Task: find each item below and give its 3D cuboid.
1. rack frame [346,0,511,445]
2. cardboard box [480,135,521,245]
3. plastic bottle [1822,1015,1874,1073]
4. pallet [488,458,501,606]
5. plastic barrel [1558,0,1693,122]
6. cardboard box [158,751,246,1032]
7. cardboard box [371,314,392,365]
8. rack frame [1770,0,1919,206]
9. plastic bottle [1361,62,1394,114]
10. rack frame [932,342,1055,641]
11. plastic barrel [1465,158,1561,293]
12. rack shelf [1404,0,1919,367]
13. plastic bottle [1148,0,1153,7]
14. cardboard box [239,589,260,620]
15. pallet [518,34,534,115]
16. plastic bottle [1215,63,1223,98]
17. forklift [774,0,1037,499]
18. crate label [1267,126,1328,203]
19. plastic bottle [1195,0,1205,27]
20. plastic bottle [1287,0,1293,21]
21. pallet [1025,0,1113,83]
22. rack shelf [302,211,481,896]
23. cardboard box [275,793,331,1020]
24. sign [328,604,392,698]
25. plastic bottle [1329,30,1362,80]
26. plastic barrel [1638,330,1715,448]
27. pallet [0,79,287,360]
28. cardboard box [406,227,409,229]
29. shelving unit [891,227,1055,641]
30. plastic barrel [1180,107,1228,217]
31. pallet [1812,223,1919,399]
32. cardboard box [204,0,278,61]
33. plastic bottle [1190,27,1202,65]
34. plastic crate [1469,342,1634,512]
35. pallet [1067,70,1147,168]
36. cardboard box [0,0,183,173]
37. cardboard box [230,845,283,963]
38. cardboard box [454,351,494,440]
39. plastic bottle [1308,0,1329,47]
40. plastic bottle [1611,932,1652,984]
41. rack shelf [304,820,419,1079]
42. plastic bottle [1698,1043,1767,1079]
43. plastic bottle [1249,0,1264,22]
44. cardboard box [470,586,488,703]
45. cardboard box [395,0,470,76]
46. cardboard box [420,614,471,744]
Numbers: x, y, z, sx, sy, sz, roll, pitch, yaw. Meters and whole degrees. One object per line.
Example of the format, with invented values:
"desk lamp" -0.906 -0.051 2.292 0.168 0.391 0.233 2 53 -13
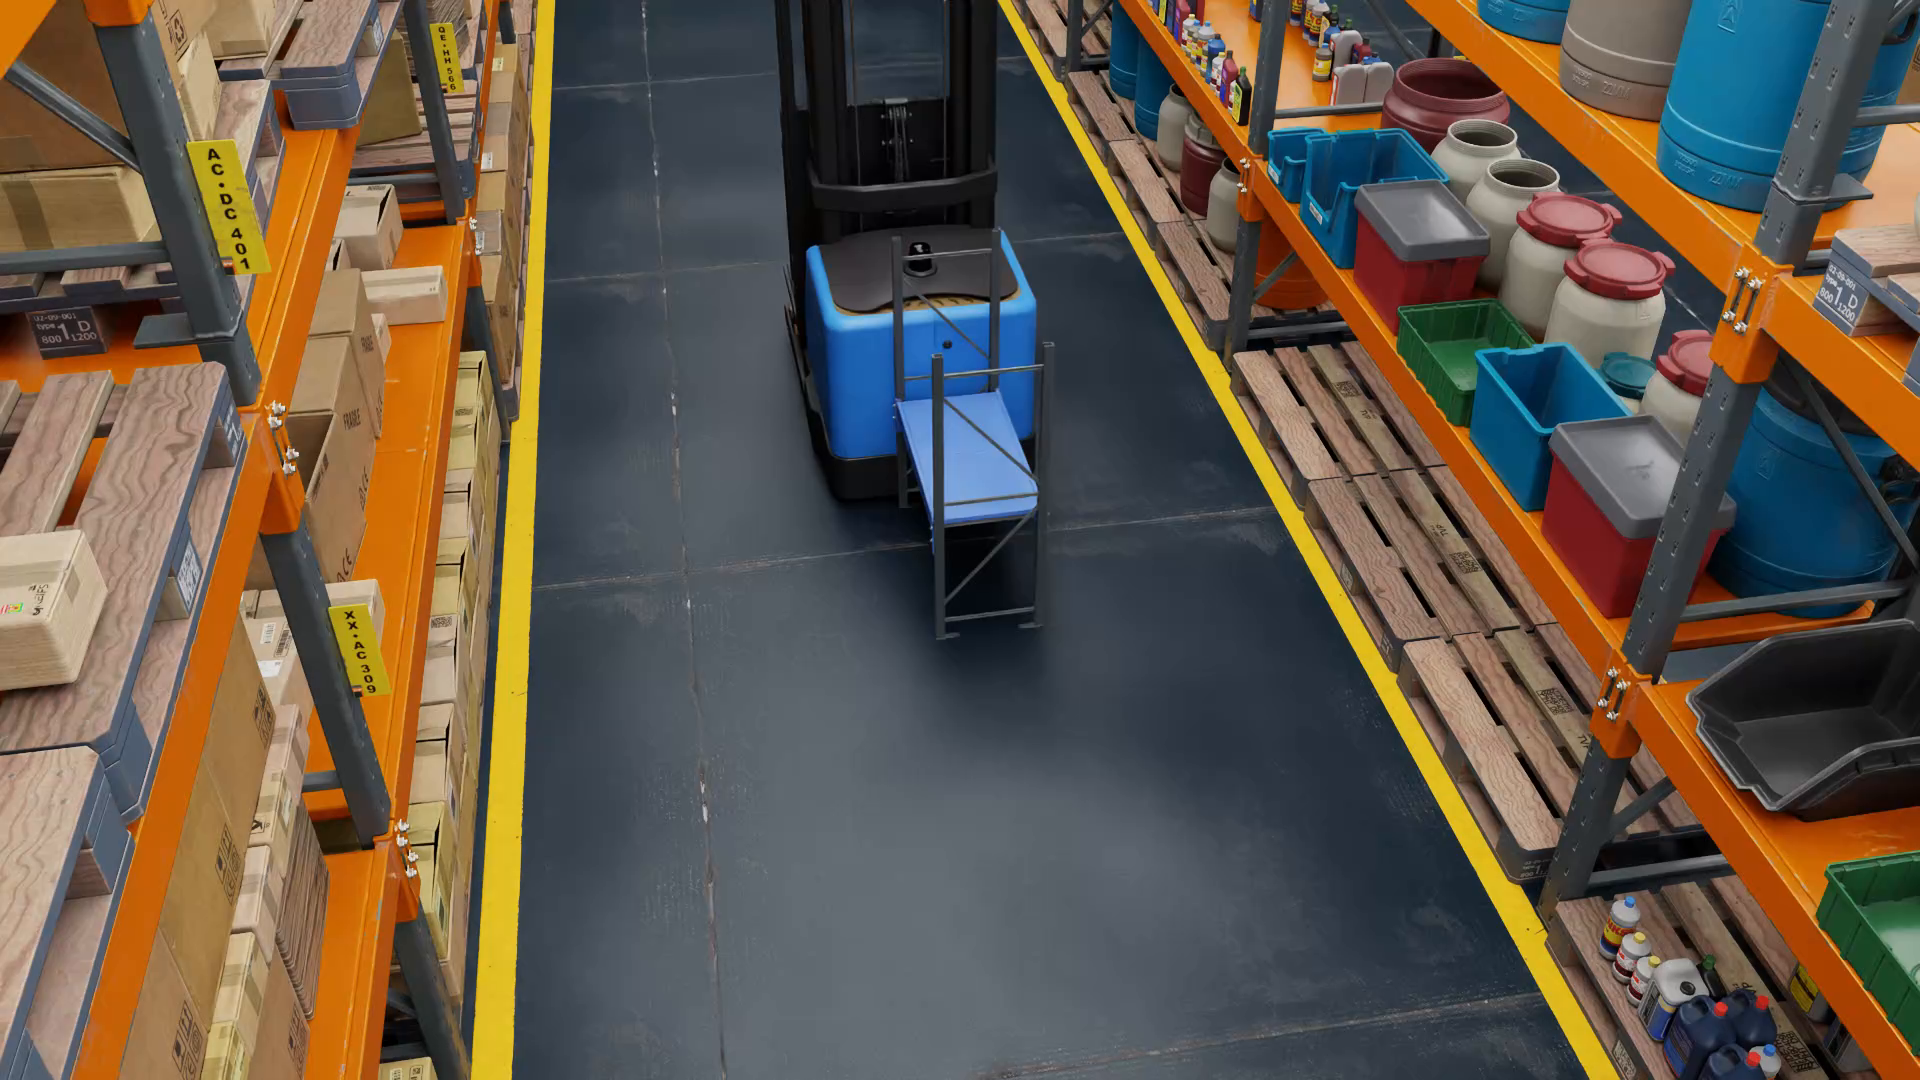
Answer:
"rack frame" -2.885 -1.677 7.864 1.000 3.000 0.127 -6 38 -8
"cardboard box" -2.960 -2.103 10.091 0.500 0.500 0.500 -7 38 -9
"plastic bottle" 2.983 1.615 5.488 0.152 0.276 0.135 -6 38 -8
"pallet" -2.779 -0.075 8.074 1.003 0.211 1.213 -6 38 -8
"plastic barrel" 2.276 -1.853 5.237 0.600 0.901 0.600 0 38 0
"cardboard box" -2.009 0.759 3.589 0.700 0.500 0.500 -6 38 -8
"cardboard box" -2.606 -0.814 6.957 0.380 0.149 0.250 -4 38 -5
"rack frame" 2.694 -2.161 3.597 1.000 3.000 0.127 -6 38 -8
"plastic bottle" 2.235 -2.455 8.966 0.152 0.276 0.135 -6 38 -8
"rack frame" 0.134 -0.173 7.150 0.500 1.500 0.032 -7 38 -9
"plastic barrel" 2.457 -1.399 7.415 0.421 0.512 0.421 0 38 0
"rack shelf" 2.343 -1.900 6.292 1.077 0.370 4.000 -6 38 -8
"plastic bottle" 1.211 -3.421 10.214 0.097 0.271 0.097 0 38 0
"cardboard box" -2.518 0.280 5.454 0.396 0.266 0.258 -7 38 -9
"pallet" -3.705 -3.407 12.364 1.003 0.211 1.213 -6 38 -8
"plastic bottle" 1.459 -2.539 9.135 0.097 0.201 0.097 0 38 0
"forklift" -0.406 -2.266 8.678 1.130 2.935 3.031 -7 38 -9
"crate label" 1.698 -1.847 8.219 0.303 0.233 0.416 -6 38 -8
"plastic bottle" 1.411 -3.178 9.890 0.061 0.283 0.133 -6 38 -8
"plastic bottle" 1.992 -3.293 10.044 0.152 0.276 0.135 -6 38 -8
"pallet" 1.124 -3.963 13.079 1.003 0.211 1.213 -6 38 -8
"rack shelf" -2.534 -0.185 6.530 1.077 0.370 4.000 -6 38 -8
"cardboard box" -2.099 0.966 4.379 0.700 0.500 0.500 -7 38 -9
"sign" -1.637 0.305 4.542 0.100 0.325 0.005 -6 38 -8
"plastic bottle" 2.154 -2.735 9.326 0.152 0.276 0.135 -6 38 -8
"plastic barrel" 2.742 -0.447 6.170 0.433 0.535 0.433 0 38 0
"pallet" -2.351 -0.902 4.577 0.805 0.209 1.217 -8 39 -10
"cardboard box" -3.280 -1.404 9.191 0.500 0.500 0.500 -5 38 -6
"shelving unit" 0.036 -0.479 7.544 0.538 1.500 1.048 -7 38 -9
"plastic barrel" 1.692 -2.397 10.414 0.600 0.588 0.708 -6 38 -8
"pallet" 2.917 -0.477 4.027 1.213 0.211 1.003 -6 38 -8
"cardboard box" -2.458 -1.714 5.246 0.500 0.250 0.500 -9 39 -12
"plastic bottle" 1.374 -2.833 9.513 0.097 0.201 0.097 0 38 0
"plastic crate" 2.194 -0.418 6.257 0.392 0.384 0.575 -6 38 -8
"pallet" 1.386 -3.052 11.907 1.003 0.211 1.213 -6 38 -8
"cardboard box" -2.253 -1.225 4.006 0.500 0.500 0.500 -6 38 -7
"cardboard box" -1.835 0.892 3.947 0.380 0.149 0.250 -7 38 -9
"cardboard box" -2.550 -0.689 8.034 0.500 0.311 0.500 -5 38 -7
"plastic bottle" 2.097 -3.026 9.704 0.097 0.271 0.097 0 38 0
"plastic bottle" 2.336 1.440 5.773 0.097 0.201 0.097 0 38 0
"rack shelf" -1.833 2.231 3.420 1.077 0.370 4.000 -6 38 -8
"plastic bottle" 2.460 1.727 5.283 0.144 0.351 0.185 -8 39 -10
"plastic bottle" 1.842 -3.321 10.020 0.144 0.351 0.185 -6 38 -8
"cardboard box" -2.280 0.460 7.012 0.500 0.250 0.500 -6 38 -7
"cardboard box" -3.078 -2.824 8.916 0.700 0.500 0.500 0 38 1
"cardboard box" -2.185 0.545 6.445 0.500 0.311 0.500 -7 38 -9
